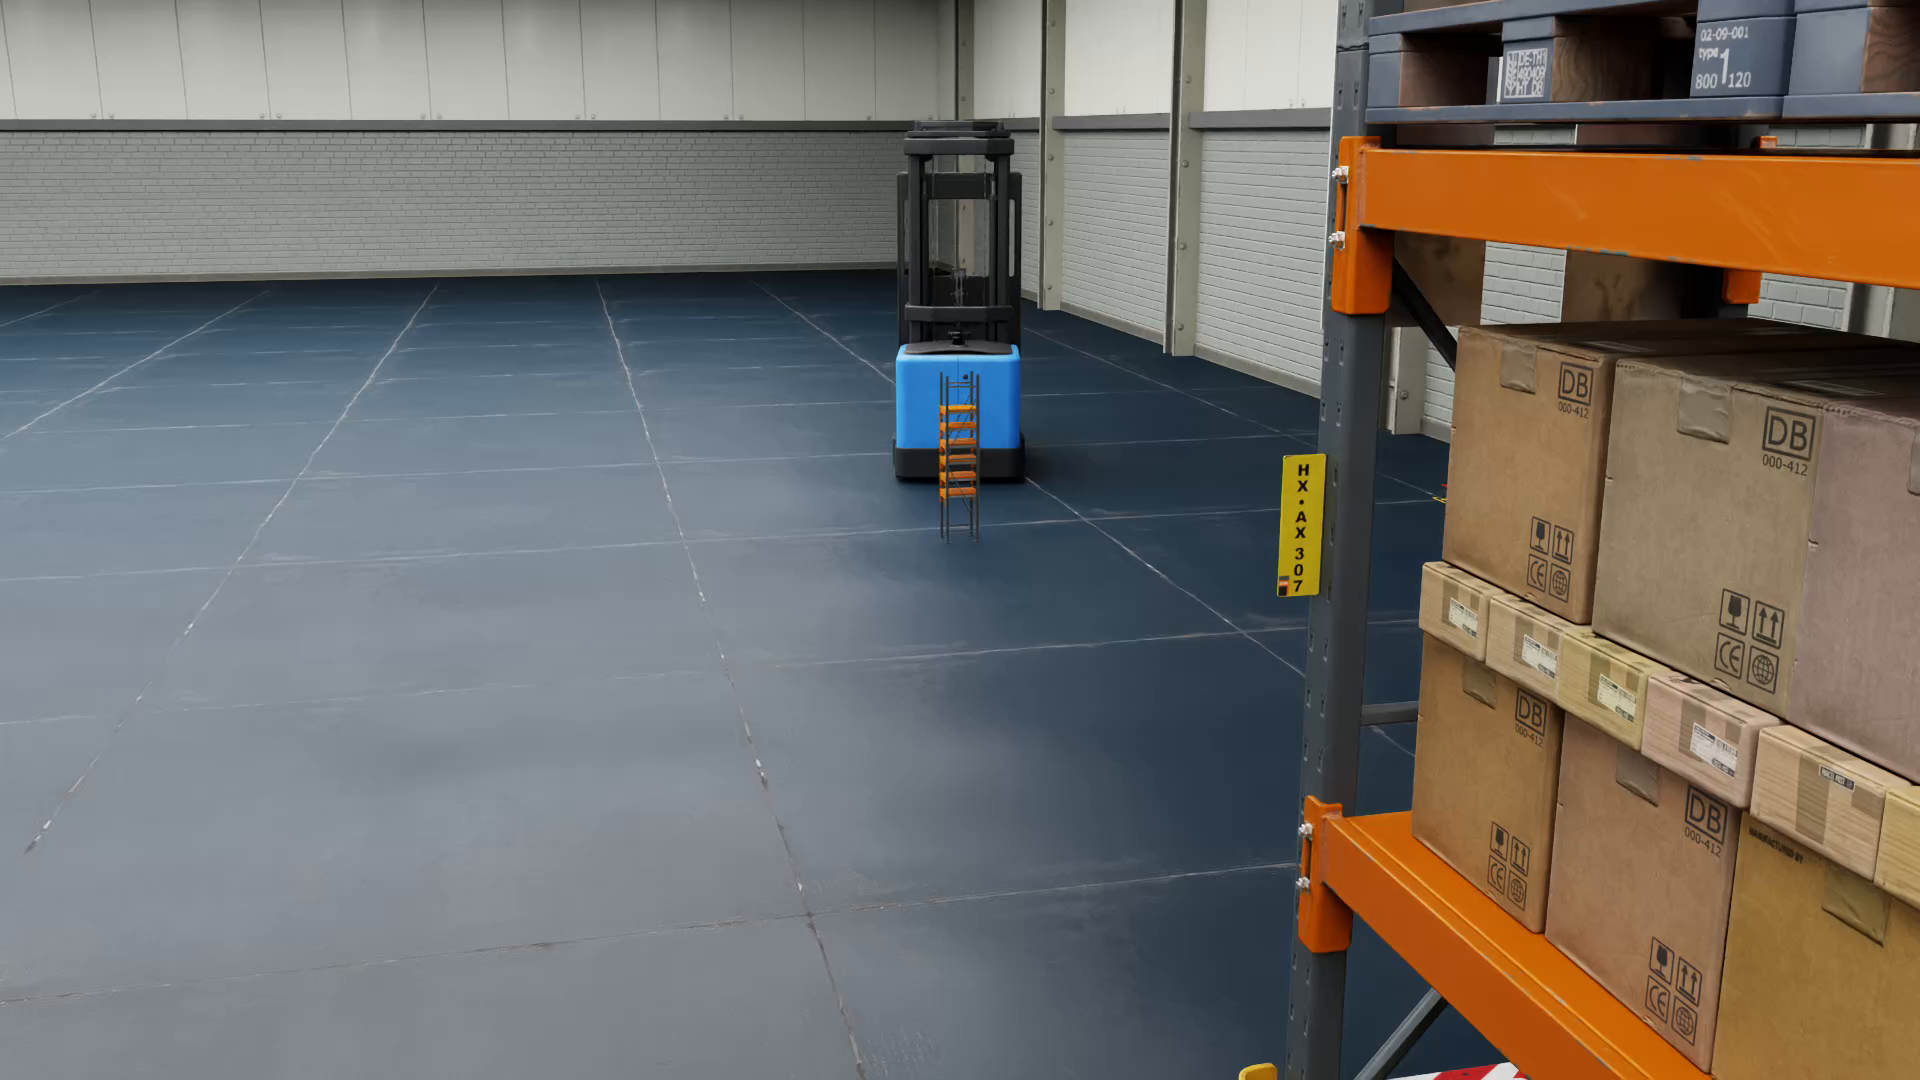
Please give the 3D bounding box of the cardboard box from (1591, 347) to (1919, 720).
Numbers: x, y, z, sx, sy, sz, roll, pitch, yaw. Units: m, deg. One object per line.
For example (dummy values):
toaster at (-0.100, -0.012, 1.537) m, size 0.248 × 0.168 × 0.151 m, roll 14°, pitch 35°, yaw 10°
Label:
cardboard box at (1.548, -0.039, 2.824) m, size 0.700 × 0.500 × 0.500 m, roll -4°, pitch 14°, yaw -15°

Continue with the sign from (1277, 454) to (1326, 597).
sign at (0.769, -0.032, 3.746) m, size 0.100 × 0.325 × 0.005 m, roll -3°, pitch 14°, yaw -13°

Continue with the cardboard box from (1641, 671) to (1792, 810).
cardboard box at (1.372, 0.313, 2.747) m, size 0.380 × 0.149 × 0.250 m, roll -4°, pitch 14°, yaw -14°

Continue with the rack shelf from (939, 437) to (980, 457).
rack shelf at (-0.003, -0.660, 11.780) m, size 0.258 × 0.103 × 0.180 m, roll -3°, pitch 14°, yaw -13°

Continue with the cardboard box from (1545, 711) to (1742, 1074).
cardboard box at (1.535, 0.578, 3.029) m, size 0.700 × 0.500 × 0.500 m, roll -3°, pitch 14°, yaw -12°

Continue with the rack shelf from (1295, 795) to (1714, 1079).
rack shelf at (1.779, 1.209, 2.176) m, size 1.077 × 0.370 × 4.000 m, roll -3°, pitch 14°, yaw -13°

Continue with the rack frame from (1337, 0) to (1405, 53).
rack frame at (1.310, -2.517, 3.267) m, size 1.000 × 3.000 × 0.127 m, roll -3°, pitch 14°, yaw -13°

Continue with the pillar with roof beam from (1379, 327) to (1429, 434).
pillar with roof beam at (0.126, -5.209, 14.286) m, size 9.100 × 9.000 × 0.400 m, roll -3°, pitch 14°, yaw -13°

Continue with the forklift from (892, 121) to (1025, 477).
forklift at (-0.004, -2.232, 14.887) m, size 1.130 × 2.935 × 3.031 m, roll 0°, pitch 14°, yaw 0°

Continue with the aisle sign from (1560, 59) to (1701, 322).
aisle sign at (1.580, -0.897, 3.800) m, size 0.394 × 0.787 × 0.004 m, roll -3°, pitch 14°, yaw -13°

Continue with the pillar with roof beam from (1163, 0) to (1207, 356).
pillar with roof beam at (-1.283, -6.593, 19.952) m, size 9.100 × 9.000 × 0.400 m, roll -3°, pitch 14°, yaw -13°

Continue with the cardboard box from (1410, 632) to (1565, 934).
cardboard box at (1.407, 0.458, 3.523) m, size 0.700 × 0.500 × 0.500 m, roll -3°, pitch 14°, yaw -13°

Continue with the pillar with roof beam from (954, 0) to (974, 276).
pillar with roof beam at (-4.101, -9.361, 31.283) m, size 9.100 × 9.000 × 0.400 m, roll -3°, pitch 14°, yaw -13°

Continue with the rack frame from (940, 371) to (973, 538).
rack frame at (-0.025, -0.607, 11.885) m, size 0.240 × 1.200 × 0.006 m, roll -3°, pitch 14°, yaw -13°

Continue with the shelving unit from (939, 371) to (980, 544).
shelving unit at (-0.003, -0.586, 11.798) m, size 0.258 × 1.200 × 0.189 m, roll -3°, pitch 14°, yaw -13°

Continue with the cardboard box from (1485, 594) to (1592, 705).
cardboard box at (1.257, 0.197, 3.222) m, size 0.380 × 0.149 × 0.250 m, roll -4°, pitch 14°, yaw -15°

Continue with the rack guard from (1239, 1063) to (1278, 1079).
rack guard at (1.304, 1.606, 4.298) m, size 1.175 × 0.500 × 0.348 m, roll -3°, pitch 14°, yaw -13°

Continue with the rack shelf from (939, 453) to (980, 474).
rack shelf at (-0.003, -0.543, 11.809) m, size 0.258 × 0.103 × 0.180 m, roll -3°, pitch 14°, yaw -13°

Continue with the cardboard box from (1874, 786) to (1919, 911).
cardboard box at (1.497, 0.434, 2.255) m, size 0.380 × 0.149 × 0.250 m, roll -3°, pitch 14°, yaw -14°

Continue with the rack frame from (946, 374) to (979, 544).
rack frame at (0.018, -0.565, 11.712) m, size 0.240 × 1.200 × 0.006 m, roll -3°, pitch 14°, yaw -13°

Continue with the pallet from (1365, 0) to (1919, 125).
pallet at (1.451, -0.852, 2.960) m, size 1.003 × 0.211 × 1.213 m, roll -3°, pitch 14°, yaw -13°

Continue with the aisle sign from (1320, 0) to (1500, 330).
aisle sign at (0.997, -0.863, 3.663) m, size 0.394 × 0.787 × 0.004 m, roll -3°, pitch 14°, yaw -13°

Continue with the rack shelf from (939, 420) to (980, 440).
rack shelf at (-0.003, -0.776, 11.752) m, size 0.258 × 0.103 × 0.180 m, roll -3°, pitch 14°, yaw -13°

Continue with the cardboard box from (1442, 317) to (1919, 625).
cardboard box at (1.419, -0.160, 3.319) m, size 0.700 × 0.500 × 0.500 m, roll -3°, pitch 14°, yaw -13°

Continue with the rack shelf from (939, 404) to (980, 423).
rack shelf at (-0.003, -0.893, 11.723) m, size 0.258 × 0.103 × 0.180 m, roll -3°, pitch 14°, yaw -13°

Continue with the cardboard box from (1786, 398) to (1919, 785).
cardboard box at (1.667, 0.077, 2.348) m, size 0.700 × 0.500 × 0.500 m, roll -3°, pitch 14°, yaw -13°

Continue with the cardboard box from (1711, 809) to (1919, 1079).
cardboard box at (1.646, 0.693, 2.558) m, size 0.700 × 0.500 × 0.500 m, roll -3°, pitch 14°, yaw -13°

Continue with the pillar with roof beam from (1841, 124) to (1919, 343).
pillar with roof beam at (1.535, -3.825, 8.620) m, size 9.100 × 9.000 × 0.400 m, roll -3°, pitch 14°, yaw -13°

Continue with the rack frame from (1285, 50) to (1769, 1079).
rack frame at (1.310, 0.398, 3.979) m, size 1.000 × 3.000 × 0.127 m, roll -3°, pitch 14°, yaw -13°

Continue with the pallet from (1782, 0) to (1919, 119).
pallet at (1.741, -0.570, 1.806) m, size 1.003 × 0.211 × 1.213 m, roll -3°, pitch 14°, yaw -13°

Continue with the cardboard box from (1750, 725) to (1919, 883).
cardboard box at (1.437, 0.375, 2.496) m, size 0.380 × 0.149 × 0.250 m, roll -4°, pitch 14°, yaw -15°

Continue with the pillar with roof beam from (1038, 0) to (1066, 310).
pillar with roof beam at (-2.692, -7.977, 25.617) m, size 9.100 × 9.000 × 0.400 m, roll -3°, pitch 14°, yaw -13°

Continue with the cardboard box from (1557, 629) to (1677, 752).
cardboard box at (1.314, 0.255, 2.986) m, size 0.380 × 0.149 × 0.250 m, roll -3°, pitch 14°, yaw -13°

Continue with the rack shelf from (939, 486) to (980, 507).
rack shelf at (-0.003, -0.310, 11.866) m, size 0.258 × 0.103 × 0.180 m, roll -3°, pitch 14°, yaw -13°

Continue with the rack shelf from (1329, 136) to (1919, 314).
rack shelf at (1.779, -0.249, 1.820) m, size 1.077 × 0.370 × 4.000 m, roll -3°, pitch 14°, yaw -13°

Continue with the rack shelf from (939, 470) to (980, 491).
rack shelf at (-0.003, -0.426, 11.837) m, size 0.258 × 0.103 × 0.180 m, roll -3°, pitch 14°, yaw -13°

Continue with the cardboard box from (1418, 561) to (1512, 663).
cardboard box at (1.193, 0.137, 3.471) m, size 0.380 × 0.149 × 0.250 m, roll -3°, pitch 14°, yaw -14°
